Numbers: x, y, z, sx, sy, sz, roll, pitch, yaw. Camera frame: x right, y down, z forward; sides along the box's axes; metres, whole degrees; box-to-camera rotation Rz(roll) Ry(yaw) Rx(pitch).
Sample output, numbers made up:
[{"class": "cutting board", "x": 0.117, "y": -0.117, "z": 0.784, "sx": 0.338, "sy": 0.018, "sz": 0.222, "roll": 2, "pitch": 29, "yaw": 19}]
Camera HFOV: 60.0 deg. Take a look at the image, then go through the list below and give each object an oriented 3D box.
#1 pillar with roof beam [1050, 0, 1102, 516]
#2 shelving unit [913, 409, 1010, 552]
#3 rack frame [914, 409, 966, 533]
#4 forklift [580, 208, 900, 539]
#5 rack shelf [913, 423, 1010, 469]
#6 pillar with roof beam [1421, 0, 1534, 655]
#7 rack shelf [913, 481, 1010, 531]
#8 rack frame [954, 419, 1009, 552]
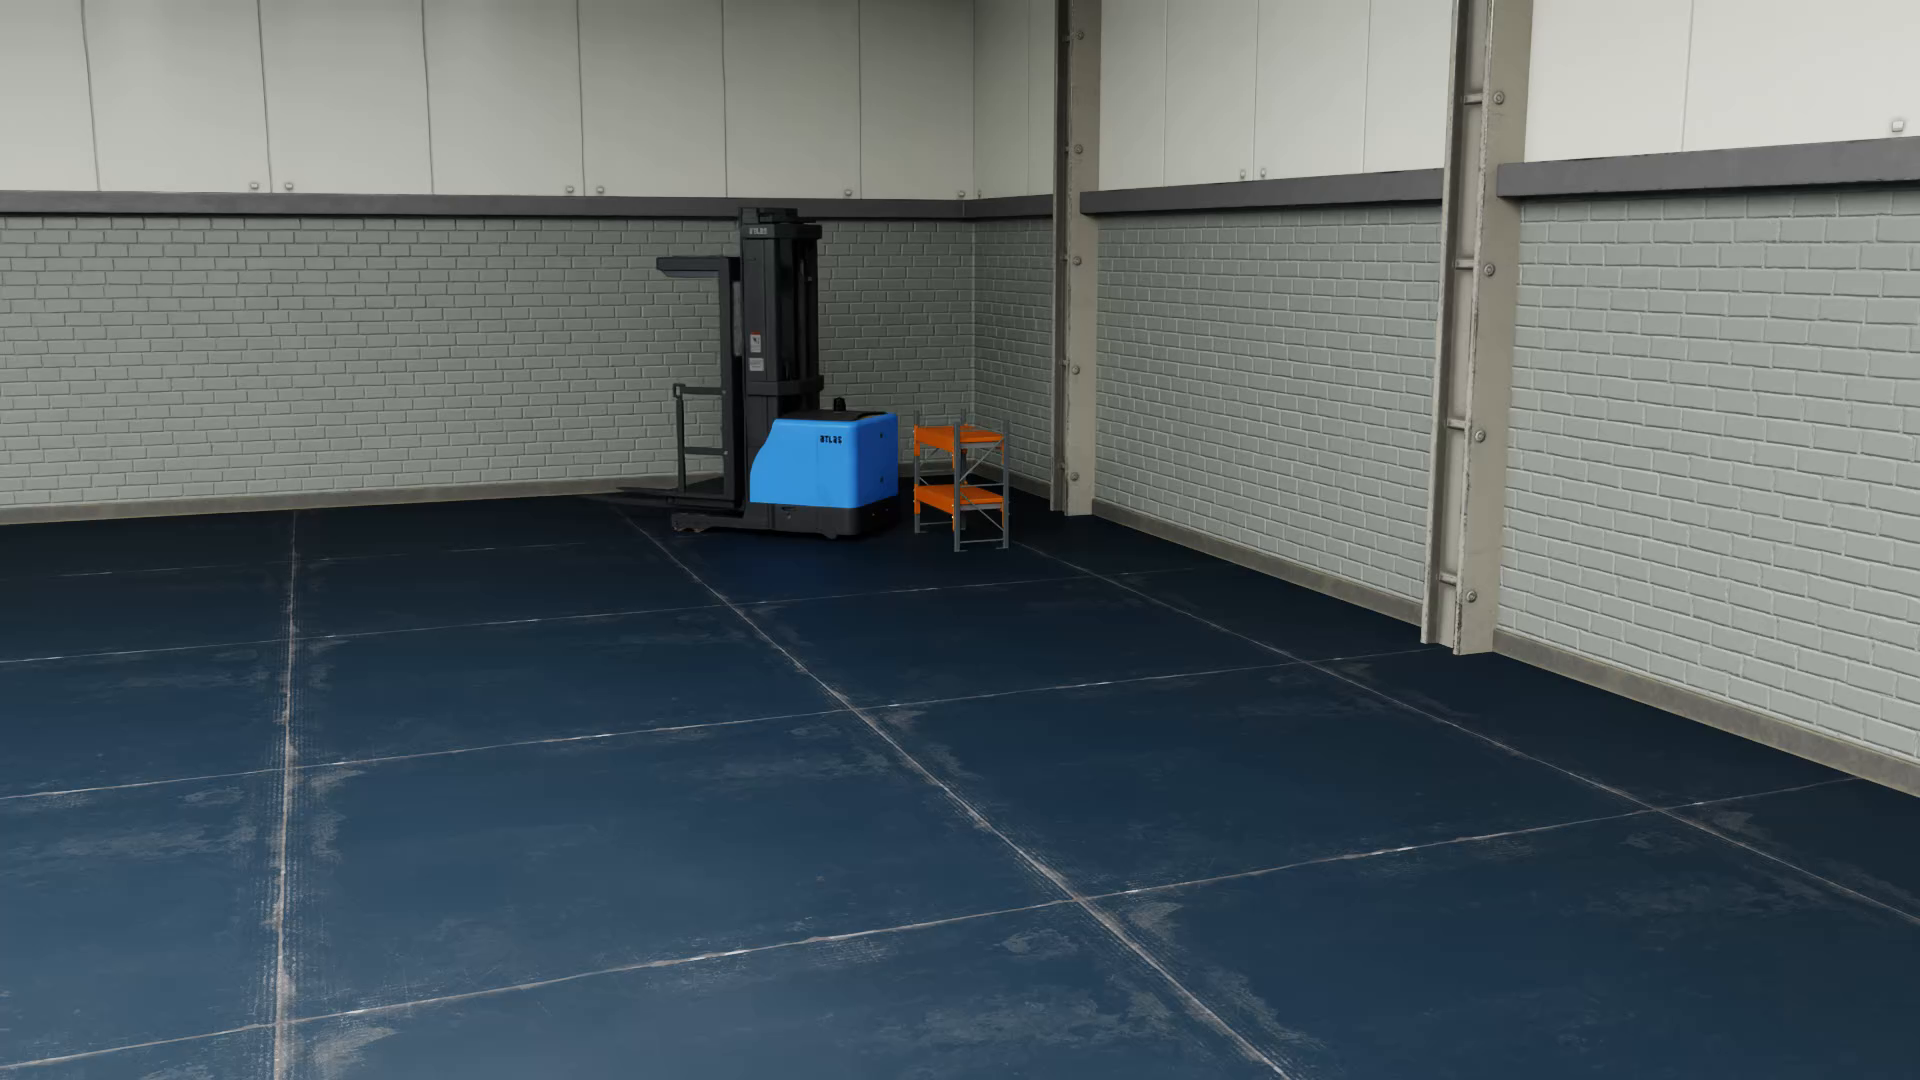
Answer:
[{"class": "pillar with roof beam", "x": -2.900, "y": -4.435, "z": 14.159, "sx": 9.100, "sy": 9.000, "sz": 0.400, "roll": -4, "pitch": 11, "yaw": -21}, {"class": "shelving unit", "x": 0.002, "y": -0.553, "z": 14.815, "sx": 0.538, "sy": 1.125, "sz": 1.048, "roll": -4, "pitch": 11, "yaw": -21}, {"class": "rack frame", "x": -0.182, "y": -0.636, "z": 15.282, "sx": 0.500, "sy": 1.125, "sz": 0.032, "roll": -4, "pitch": 11, "yaw": -21}, {"class": "forklift", "x": -2.131, "y": -1.594, "z": 15.512, "sx": 3.031, "sy": 2.935, "sz": 1.130, "roll": 4, "pitch": 11, "yaw": 22}, {"class": "rack shelf", "x": 0.002, "y": -0.841, "z": 14.764, "sx": 0.538, "sy": 0.278, "sz": 1.000, "roll": -4, "pitch": 11, "yaw": -21}, {"class": "pillar with roof beam", "x": -0.726, "y": -3.456, "z": 8.653, "sx": 9.100, "sy": 9.000, "sz": 0.400, "roll": -4, "pitch": 11, "yaw": -21}, {"class": "rack shelf", "x": 0.002, "y": -0.312, "z": 14.858, "sx": 0.538, "sy": 0.278, "sz": 1.000, "roll": -4, "pitch": 11, "yaw": -21}, {"class": "rack frame", "x": 0.187, "y": -0.470, "z": 14.349, "sx": 0.500, "sy": 1.125, "sz": 0.032, "roll": -4, "pitch": 11, "yaw": -21}]
